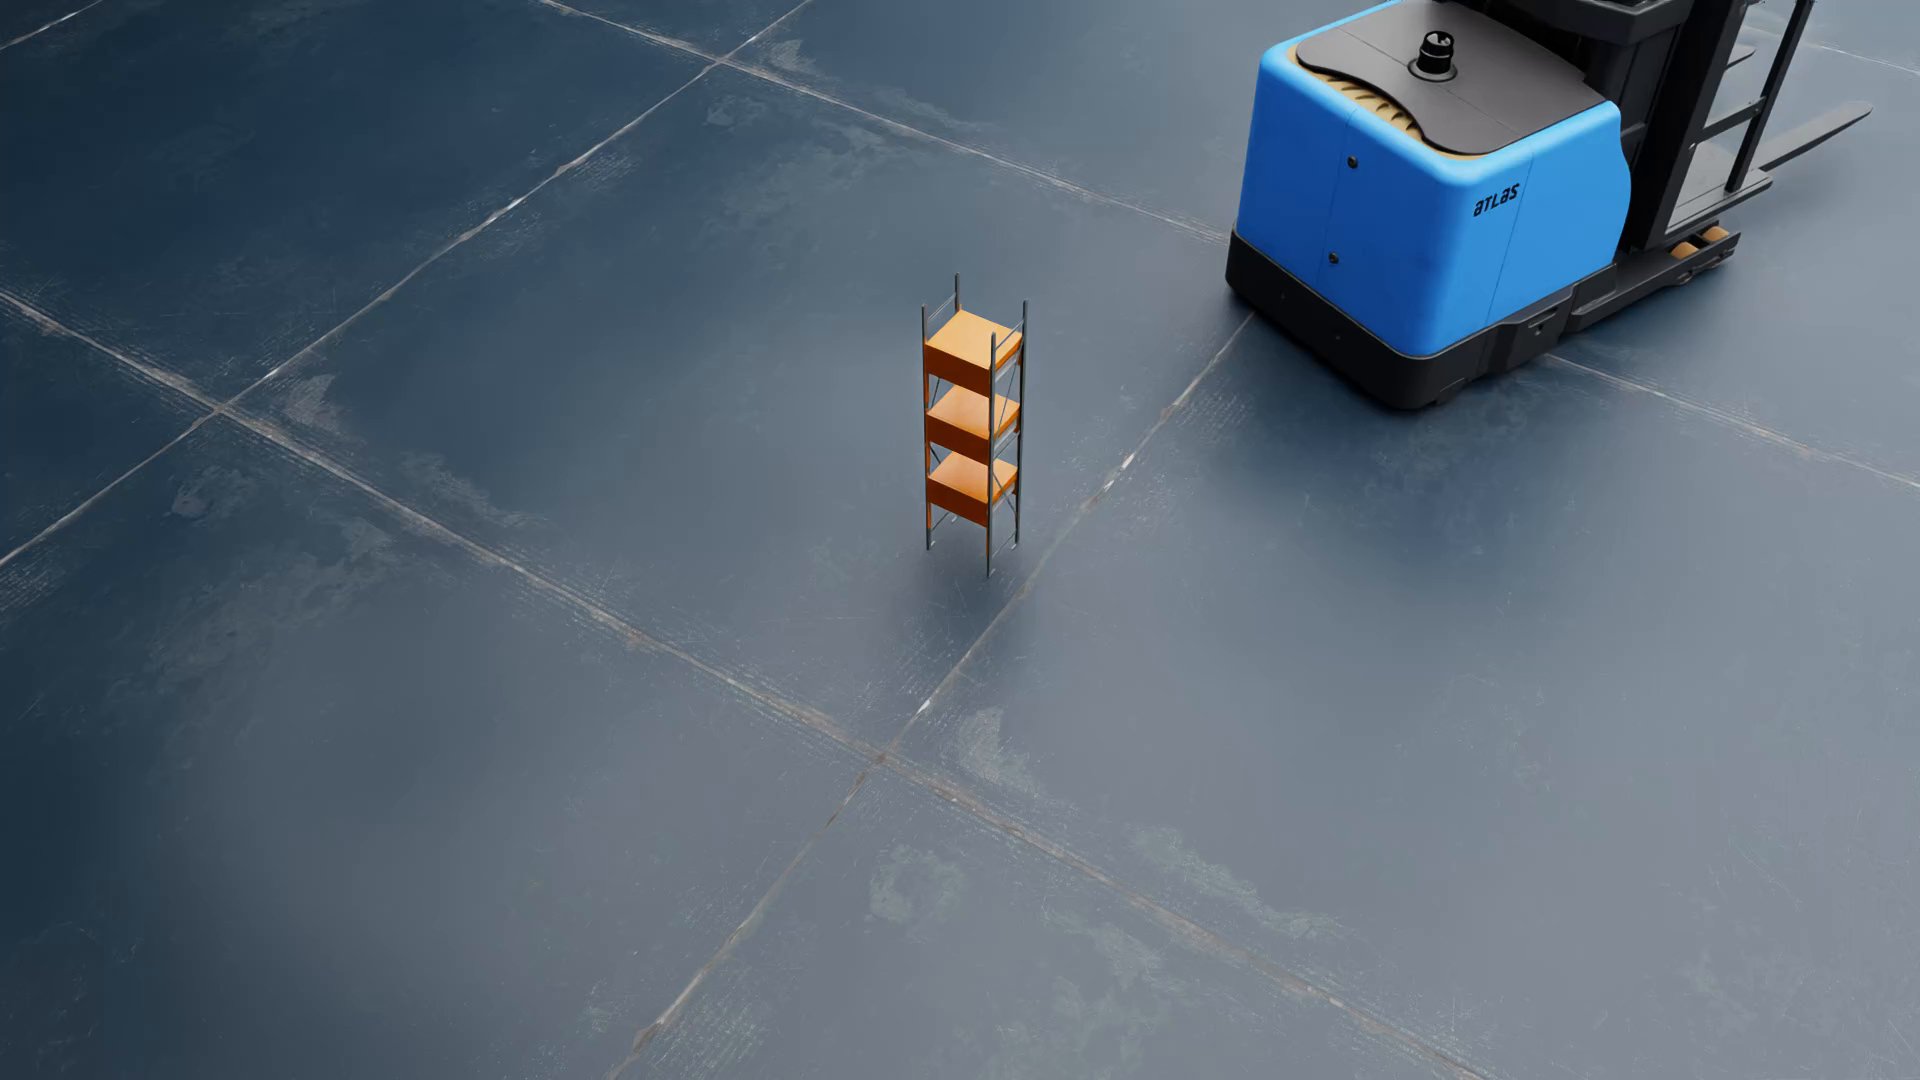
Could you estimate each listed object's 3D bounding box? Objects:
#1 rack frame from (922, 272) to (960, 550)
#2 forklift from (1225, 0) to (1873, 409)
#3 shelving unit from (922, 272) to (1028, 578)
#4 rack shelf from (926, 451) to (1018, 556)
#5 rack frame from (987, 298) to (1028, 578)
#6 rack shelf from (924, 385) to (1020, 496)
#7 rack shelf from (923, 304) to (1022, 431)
[{"bbox_3d":[-0.058,-0.392,5.399,0.008,1.050,0.200,25,51,22],"label":"rack frame"},{"bbox_3d":[2.568,-2.347,5.987,3.031,2.935,1.130,-26,51,-23],"label":"forklift"},{"bbox_3d":[0.045,-0.345,5.353,0.252,1.050,0.215,25,51,22],"label":"shelving unit"},{"bbox_3d":[0.045,-0.144,5.560,0.240,0.259,0.215,25,51,22],"label":"rack shelf"},{"bbox_3d":[0.148,-0.298,5.307,0.008,1.050,0.200,25,51,22],"label":"rack frame"},{"bbox_3d":[0.045,-0.338,5.361,0.240,0.259,0.215,25,51,22],"label":"rack shelf"},{"bbox_3d":[0.045,-0.536,5.157,0.240,0.259,0.215,25,51,22],"label":"rack shelf"}]
